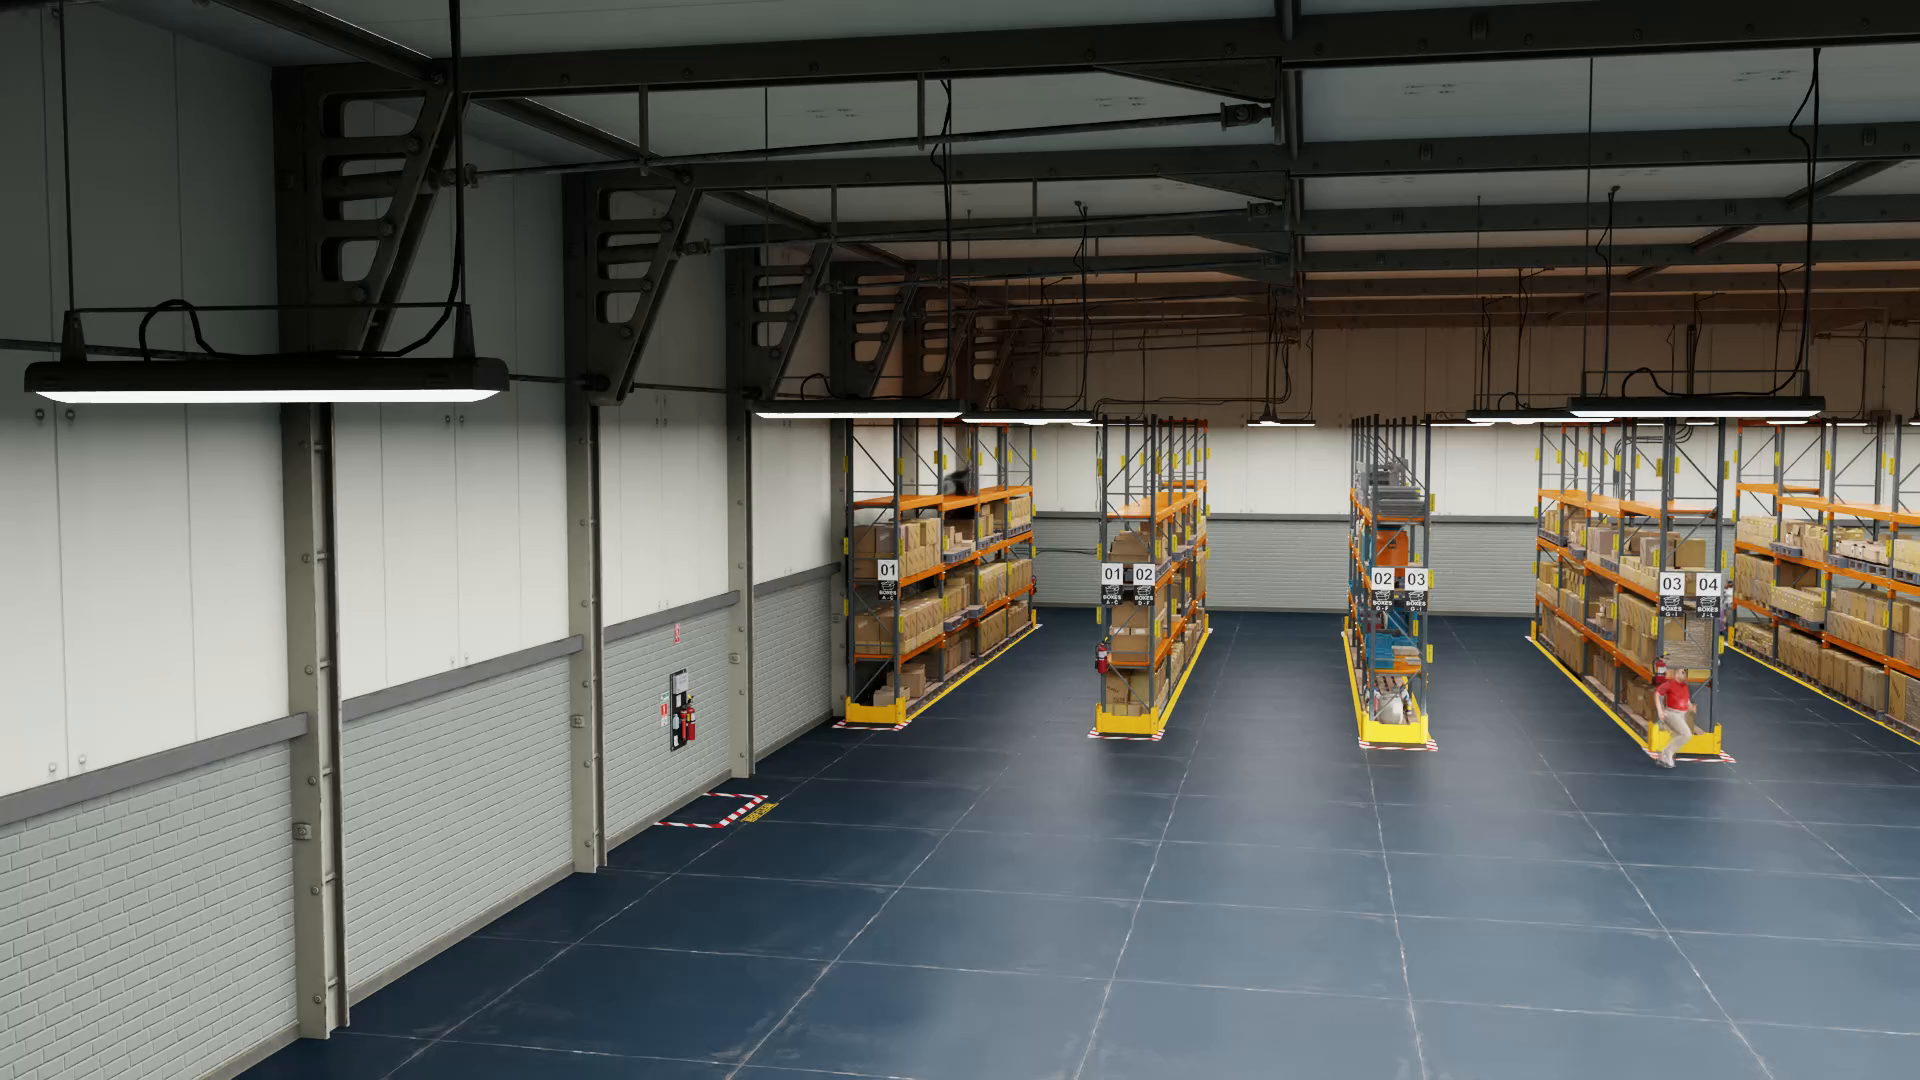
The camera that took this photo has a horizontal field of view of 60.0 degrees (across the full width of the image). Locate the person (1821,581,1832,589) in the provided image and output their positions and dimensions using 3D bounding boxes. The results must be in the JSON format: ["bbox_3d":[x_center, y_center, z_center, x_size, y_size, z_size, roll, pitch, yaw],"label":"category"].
[{"bbox_3d":[23.149,1.913,44.623,0.659,1.682,0.580,0,4,4],"label":"person"}]

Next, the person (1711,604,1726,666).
[{"bbox_3d":[18.431,2.231,40.584,0.545,1.592,0.839,1,4,9],"label":"person"}]

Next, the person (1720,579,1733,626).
[{"bbox_3d":[20.969,1.888,45.275,0.883,1.667,0.647,1,4,17],"label":"person"}]

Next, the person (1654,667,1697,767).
[{"bbox_3d":[12.175,3.006,28.157,0.663,1.671,0.597,-3,5,-37],"label":"person"}]
